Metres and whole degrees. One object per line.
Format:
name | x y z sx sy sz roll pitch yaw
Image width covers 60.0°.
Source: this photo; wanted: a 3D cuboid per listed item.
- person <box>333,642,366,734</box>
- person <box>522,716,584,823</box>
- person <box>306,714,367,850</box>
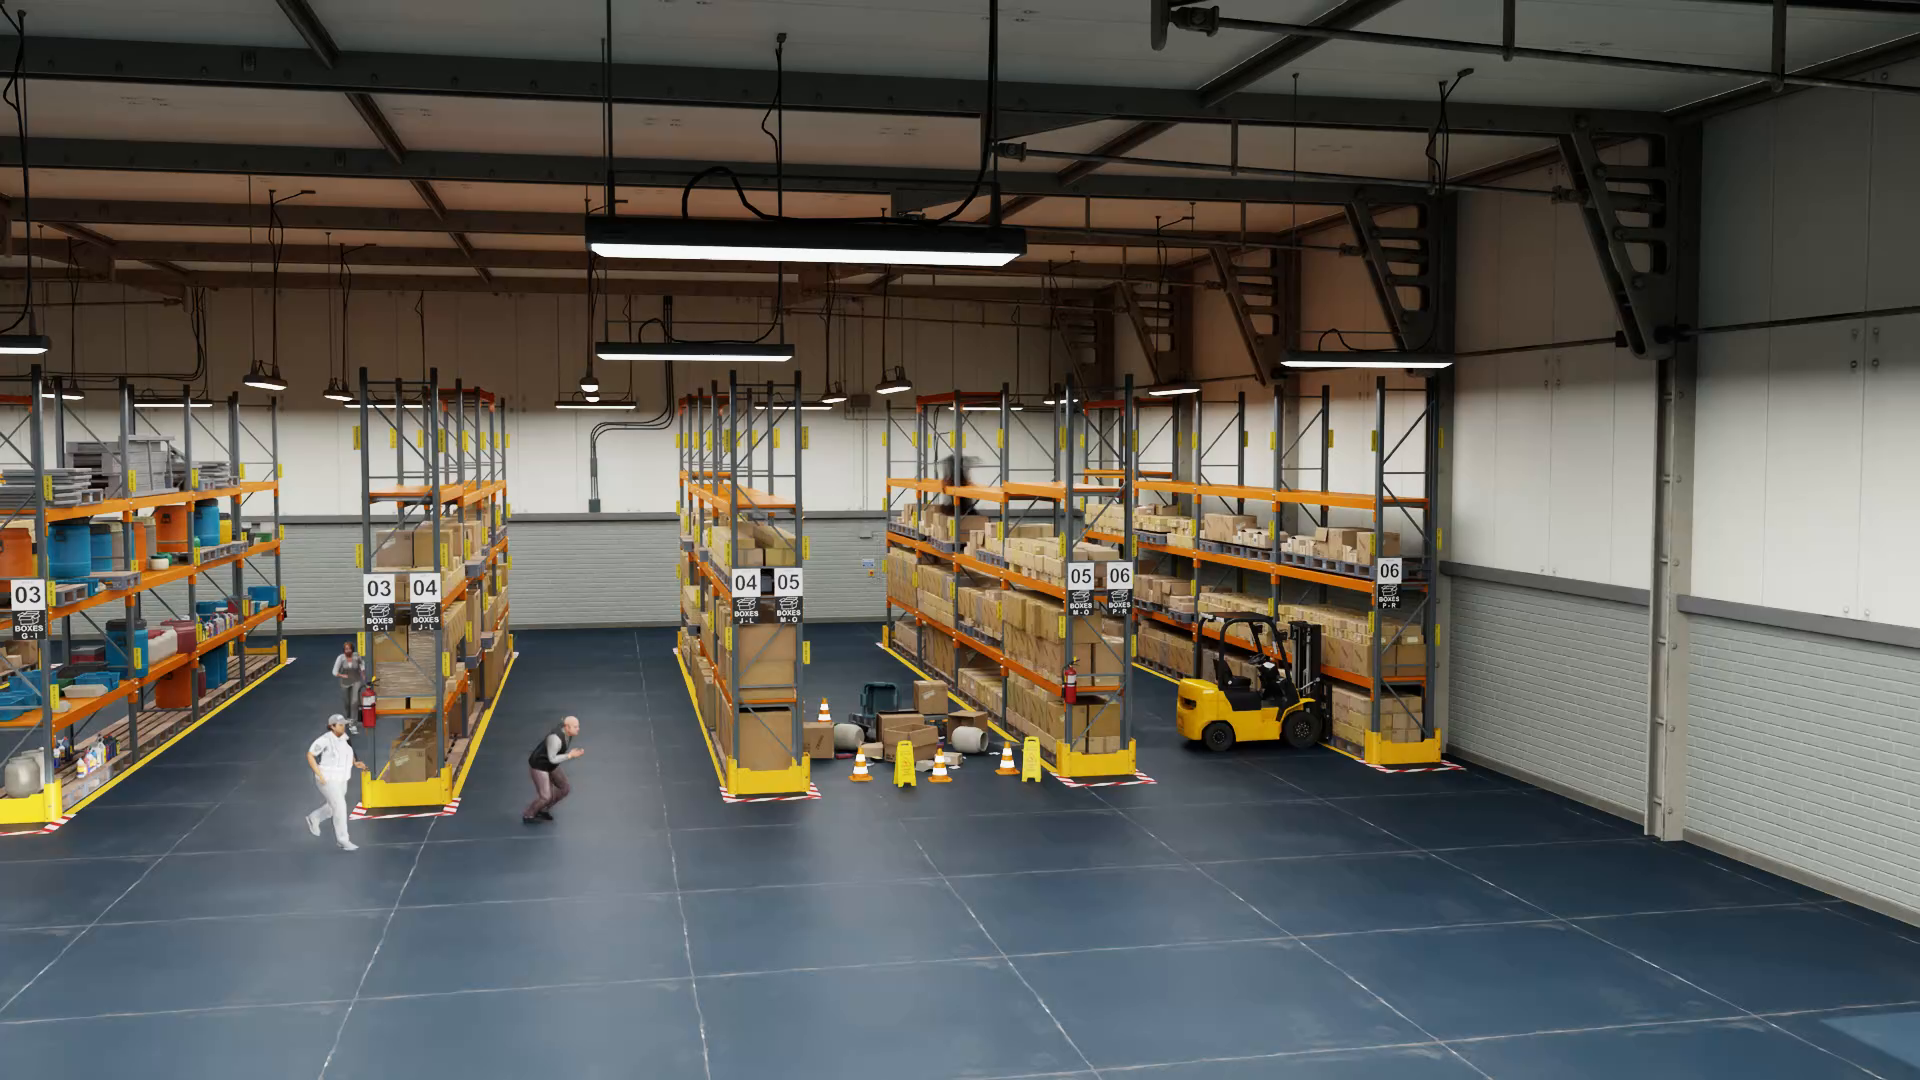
person | -10.520 2.510 28.670 0.531 1.567 0.894 -1 4 -18
person | -5.299 2.990 21.624 0.976 1.457 0.639 1 3 13
person | -7.793 2.974 20.532 0.875 1.675 0.585 1 4 19
